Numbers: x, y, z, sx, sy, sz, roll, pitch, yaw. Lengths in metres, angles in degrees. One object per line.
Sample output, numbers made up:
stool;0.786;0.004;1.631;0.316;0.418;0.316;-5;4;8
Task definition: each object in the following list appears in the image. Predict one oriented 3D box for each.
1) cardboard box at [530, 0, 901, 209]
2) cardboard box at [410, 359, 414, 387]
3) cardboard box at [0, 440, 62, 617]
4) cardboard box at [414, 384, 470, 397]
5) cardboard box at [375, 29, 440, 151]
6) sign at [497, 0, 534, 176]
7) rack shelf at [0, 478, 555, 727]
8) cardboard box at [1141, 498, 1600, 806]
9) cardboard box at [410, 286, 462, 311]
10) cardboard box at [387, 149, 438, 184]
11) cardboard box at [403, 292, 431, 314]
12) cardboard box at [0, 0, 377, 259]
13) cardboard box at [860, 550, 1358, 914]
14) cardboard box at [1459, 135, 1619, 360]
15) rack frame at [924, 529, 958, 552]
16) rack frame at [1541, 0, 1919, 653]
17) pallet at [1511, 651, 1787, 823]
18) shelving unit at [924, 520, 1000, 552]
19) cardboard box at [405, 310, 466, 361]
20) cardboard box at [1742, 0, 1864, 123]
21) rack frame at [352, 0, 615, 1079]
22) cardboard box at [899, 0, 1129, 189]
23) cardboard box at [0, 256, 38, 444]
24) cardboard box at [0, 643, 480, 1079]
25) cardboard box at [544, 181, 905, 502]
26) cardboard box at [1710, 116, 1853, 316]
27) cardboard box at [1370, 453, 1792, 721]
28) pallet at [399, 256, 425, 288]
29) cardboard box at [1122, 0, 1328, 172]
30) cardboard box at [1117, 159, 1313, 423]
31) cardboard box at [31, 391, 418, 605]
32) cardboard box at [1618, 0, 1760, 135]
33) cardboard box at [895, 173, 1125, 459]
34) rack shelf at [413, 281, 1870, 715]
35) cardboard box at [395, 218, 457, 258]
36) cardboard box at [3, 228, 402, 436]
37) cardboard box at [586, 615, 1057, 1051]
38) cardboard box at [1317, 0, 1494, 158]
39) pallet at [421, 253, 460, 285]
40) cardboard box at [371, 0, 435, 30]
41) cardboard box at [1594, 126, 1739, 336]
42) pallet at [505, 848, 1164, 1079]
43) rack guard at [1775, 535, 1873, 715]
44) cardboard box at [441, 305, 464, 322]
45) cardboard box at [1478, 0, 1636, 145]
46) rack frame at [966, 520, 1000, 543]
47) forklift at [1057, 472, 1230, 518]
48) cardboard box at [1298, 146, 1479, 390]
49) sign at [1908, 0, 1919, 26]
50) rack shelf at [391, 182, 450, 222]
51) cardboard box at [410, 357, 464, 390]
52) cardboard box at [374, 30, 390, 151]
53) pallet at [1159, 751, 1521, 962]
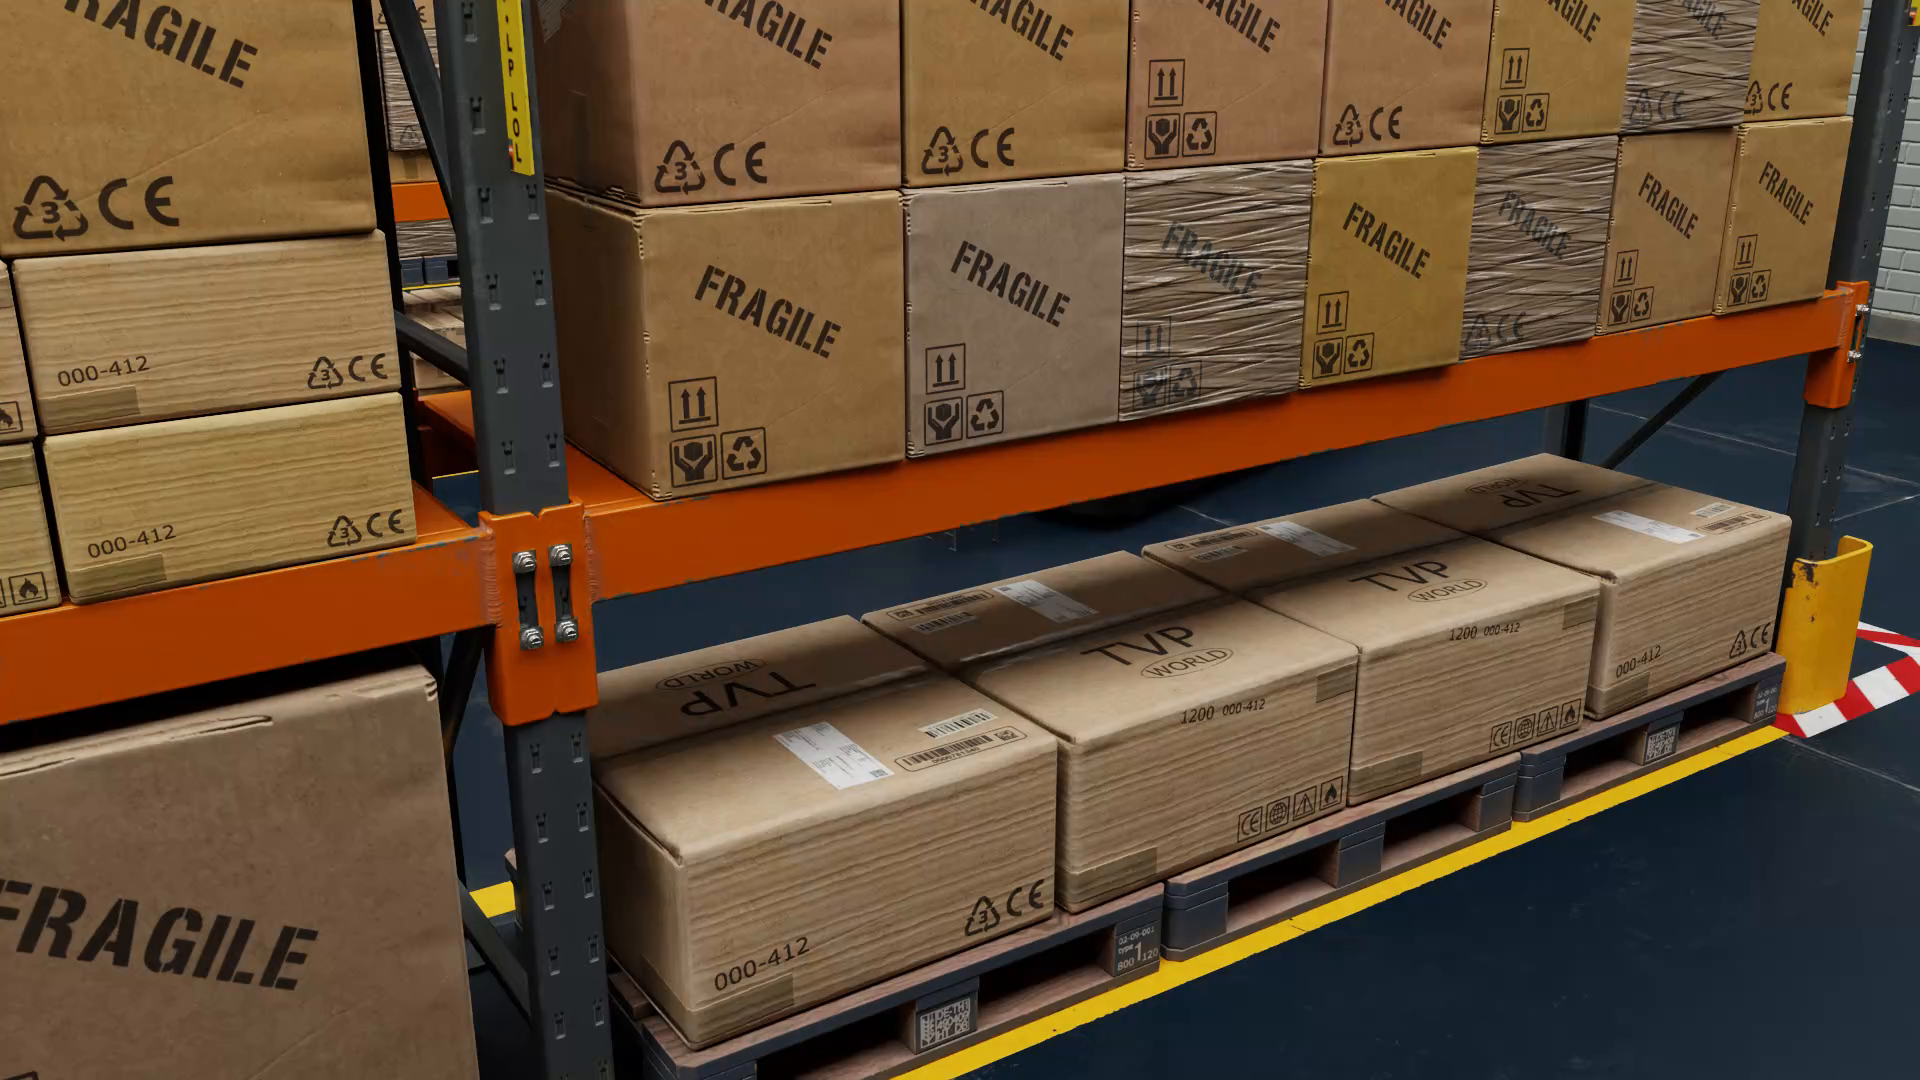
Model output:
cardboard box;-0.448;-0.890;2.975;0.500;0.500;0.500;-12;22;-31
cardboard box;-2.734;-0.791;7.732;0.250;0.149;0.380;-13;23;-34
cardboard box;-1.640;-0.042;2.421;0.500;0.250;0.500;-12;22;-32
cardboard box;-2.513;-0.702;7.932;0.250;0.149;0.380;-13;23;-34
cardboard box;-2.383;-2.032;7.451;0.500;0.500;0.500;-12;22;-33
sign;-0.672;-0.717;2.498;0.005;0.325;0.100;-12;22;-31
rack shelf;-2.649;0.344;2.168;4.000;0.370;1.077;-12;22;-31
cardboard box;1.106;0.267;4.615;0.875;0.438;0.875;-11;22;-30
cardboard box;-2.582;-1.168;8.381;0.250;0.149;0.380;-13;23;-33
cardboard box;-2.523;-1.699;7.478;0.250;0.149;0.380;-11;22;-30
cardboard box;-2.801;-1.117;8.231;0.250;0.149;0.380;-13;23;-34
cardboard box;-1.213;-0.725;2.487;0.500;0.500;0.500;-11;22;-30
cardboard box;0.352;0.426;4.147;0.875;0.438;0.875;-13;22;-33
cardboard box;1.253;-0.768;4.177;0.500;0.500;0.500;-11;22;-30
rack frame;-0.078;-0.410;6.552;0.006;0.900;0.240;-12;22;-31
rack frame;2.362;-1.054;5.179;0.127;3.000;1.000;-12;22;-31
pallet;1.738;0.429;5.147;1.213;0.211;1.003;-12;22;-31
shelving unit;0.007;-0.428;6.605;0.210;0.900;0.258;-12;22;-31
cardboard box;-2.474;-0.957;7.757;0.250;0.149;0.380;-11;22;-30
cardboard box;2.091;-1.426;4.563;0.500;0.500;0.500;-11;22;-30
rack frame;-0.978;-0.349;3.095;0.127;3.000;1.000;-12;22;-31
cardboard box;-0.022;-0.977;3.233;0.500;0.500;0.500;-12;22;-32
cardboard box;-1.626;-0.282;2.350;0.500;0.250;0.500;-11;22;-30
cardboard box;-1.452;0.589;2.981;0.875;0.875;0.875;-11;22;-30
cardboard box;-0.442;-0.409;3.116;0.500;0.500;0.500;-11;22;-30
cardboard box;2.105;-0.946;4.702;0.500;0.500;0.500;-12;22;-31
cardboard box;1.866;0.104;5.099;0.875;0.438;0.875;-13;23;-33
pallet;-4.731;-2.008;12.356;1.213;0.211;1.003;-12;22;-31
cardboard box;0.412;-1.064;3.491;0.500;0.500;0.500;-11;22;-30
cardboard box;0.399;-0.583;3.629;0.500;0.500;0.500;-12;22;-31
cardboard box;-1.214;-0.132;2.686;0.500;0.250;0.500;-13;22;-33
cardboard box;1.670;-1.326;4.267;0.500;0.500;0.500;-12;22;-31
cardboard box;-0.020;-0.497;3.375;0.500;0.500;0.500;-12;22;-31
rack shelf;0.692;-0.361;4.252;4.000;0.370;1.077;-12;22;-31
cardboard box;-4.339;-2.603;12.422;0.875;0.875;0.875;-12;22;-31
cardboard box;-1.213;-0.372;2.617;0.500;0.250;0.500;-12;22;-31
cardboard box;-0.395;0.584;3.680;0.875;0.438;0.875;-12;22;-32
cardboard box;0.834;-1.152;3.752;0.500;0.500;0.500;-12;22;-32
pallet;-3.713;-2.222;12.987;1.213;0.211;1.003;-12;22;-31
cardboard box;-2.412;-2.508;7.297;0.500;0.500;0.500;-11;22;-31
cardboard box;1.678;-0.861;4.452;0.500;0.500;0.500;-12;22;-33
pallet;-0.300;0.859;3.876;1.213;0.211;1.003;-12;22;-31
rack guard;2.382;0.126;5.592;0.348;0.500;1.175;-12;22;-31
cardboard box;-2.292;-1.027;7.965;0.250;0.149;0.380;-13;23;-34
cardboard box;1.255;-1.240;4.012;0.500;0.500;0.500;-12;22;-32
rack frame;0.092;-0.446;6.658;0.006;0.900;0.240;-12;22;-31
forklift;1.159;-1.880;7.729;1.130;2.935;3.031;15;24;37
cardboard box;0.829;-0.674;3.897;0.500;0.500;0.500;-11;22;-30
sign;2.649;-1.567;4.519;0.005;0.325;0.100;-12;22;-31
rack shelf;-2.115;-1.667;8.116;4.000;0.370;1.077;-12;22;-31
cardboard box;-2.491;-0.833;7.857;0.250;0.149;0.380;-11;21;-29
cardboard box;-2.824;-1.953;7.217;0.500;0.500;0.500;-12;22;-31
pallet;0.720;0.642;4.515;1.213;0.211;1.003;-12;22;-31
